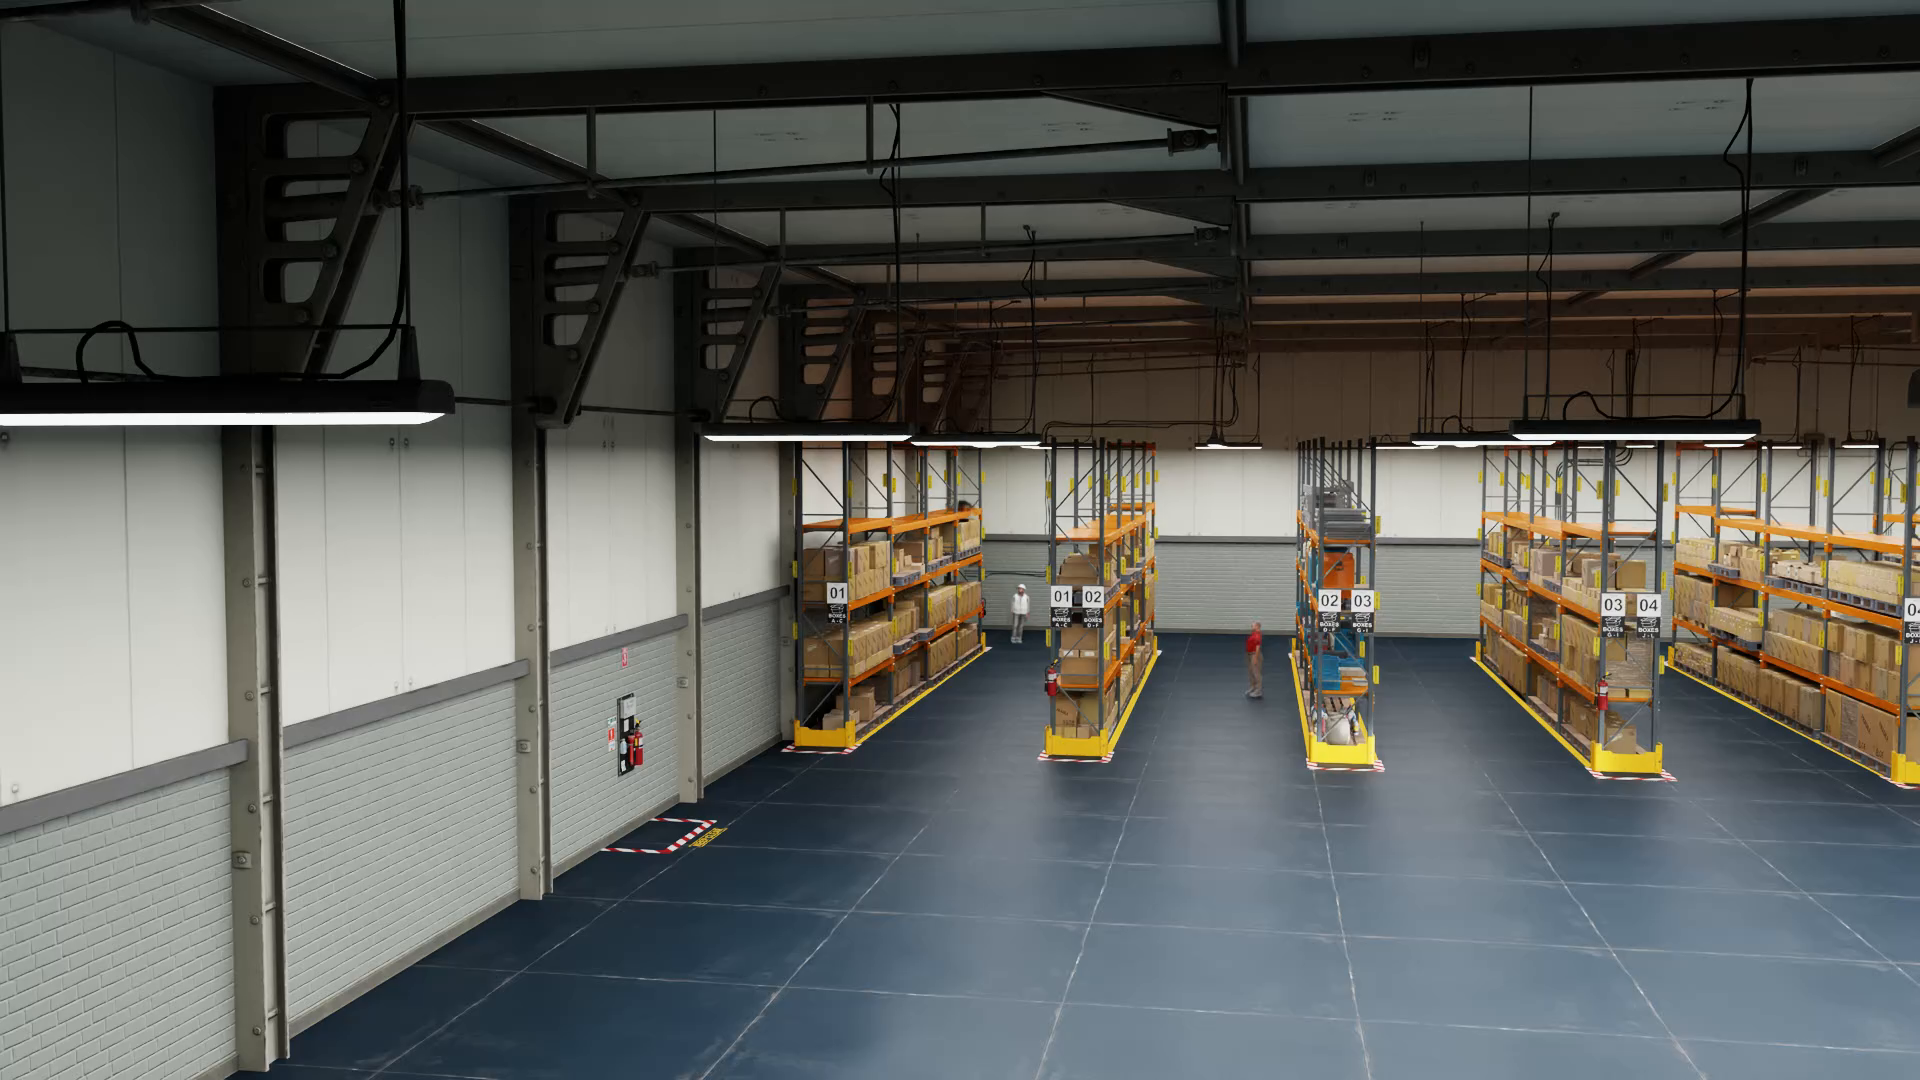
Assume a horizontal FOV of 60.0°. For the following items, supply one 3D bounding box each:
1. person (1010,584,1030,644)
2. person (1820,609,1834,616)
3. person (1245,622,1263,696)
[{"bbox_3d":[1.802,2.221,49.926,0.588,1.777,0.428,-1,3,-11],"label":"person"},{"bbox_3d":[23.553,2.459,45.216,1.077,1.736,0.587,0,3,5],"label":"person"},{"bbox_3d":[6.936,2.784,39.134,0.386,1.734,0.578,0,3,-7],"label":"person"}]
